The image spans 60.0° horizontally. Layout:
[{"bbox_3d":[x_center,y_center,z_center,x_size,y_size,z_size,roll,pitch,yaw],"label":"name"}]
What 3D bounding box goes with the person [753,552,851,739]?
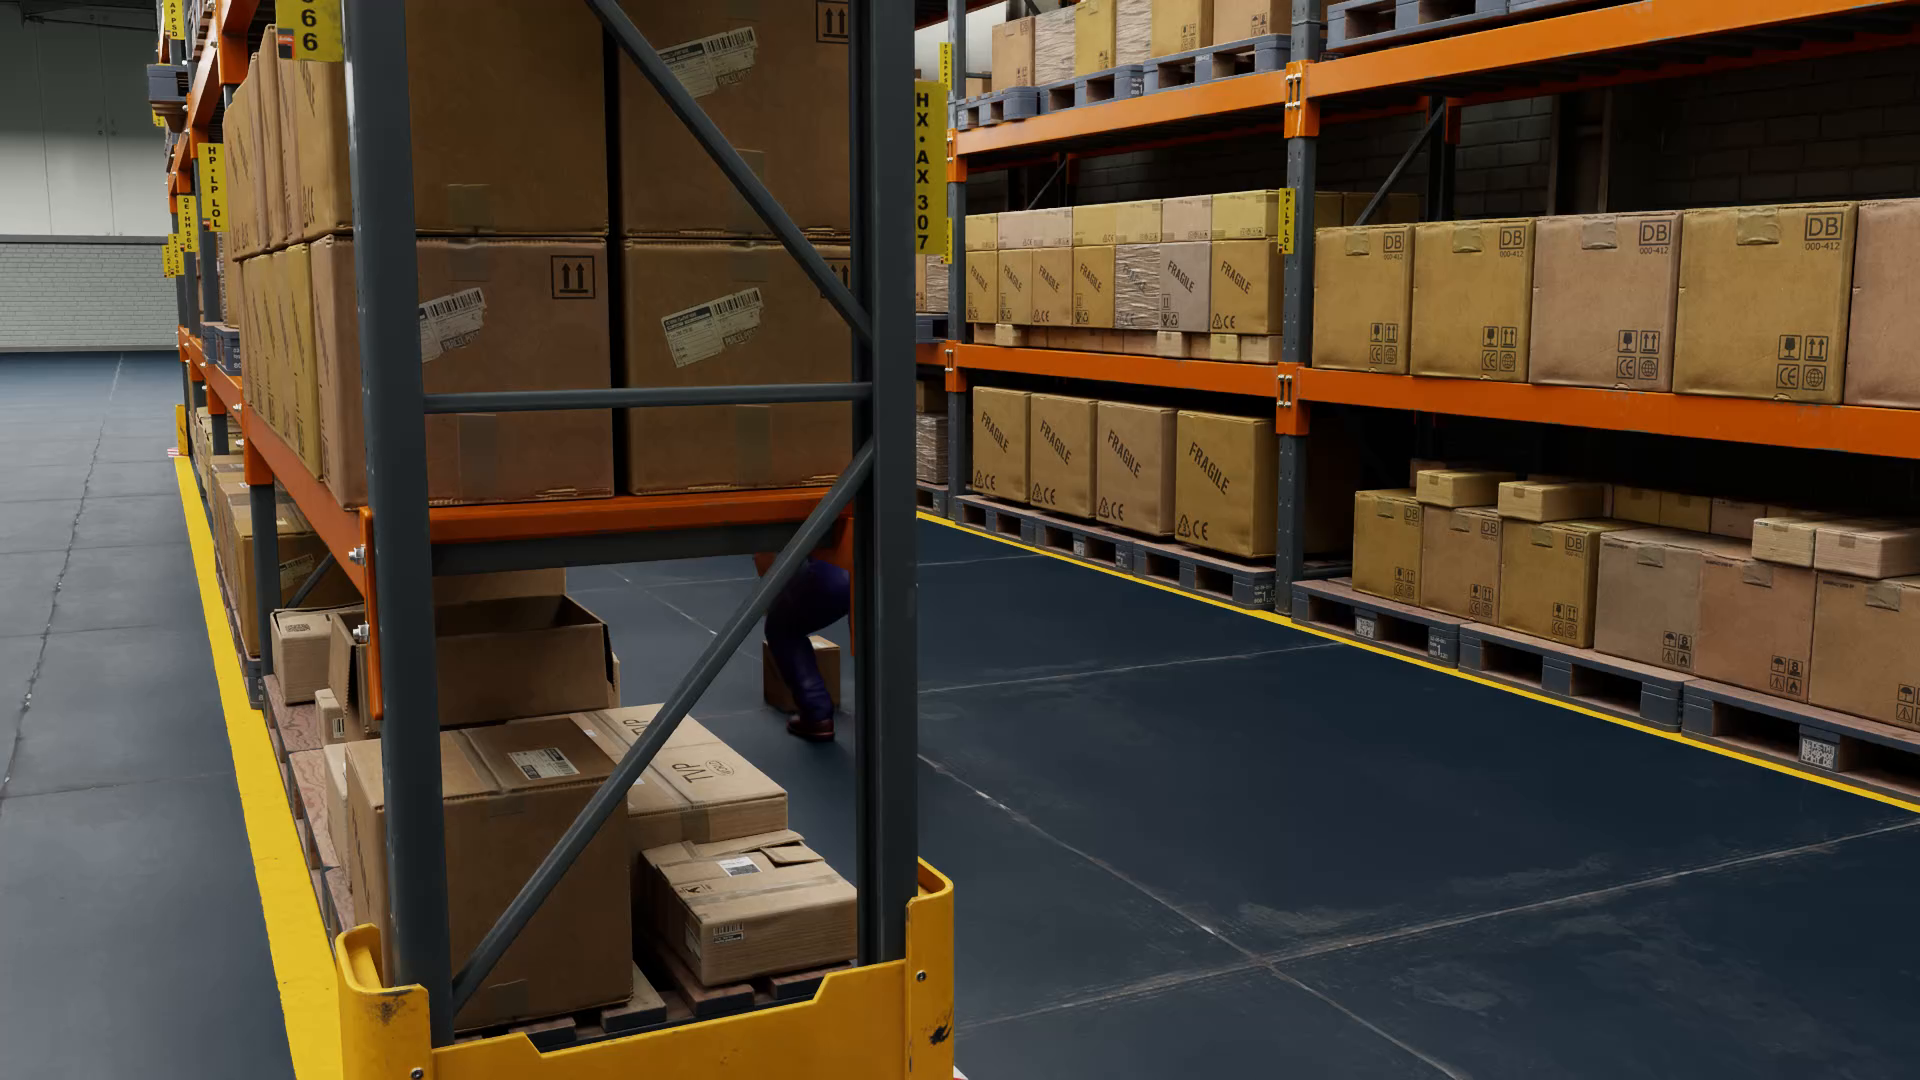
[{"bbox_3d":[-0.505,0.135,6.438,0.537,1.226,0.731,-4,10,-26],"label":"person"}]
